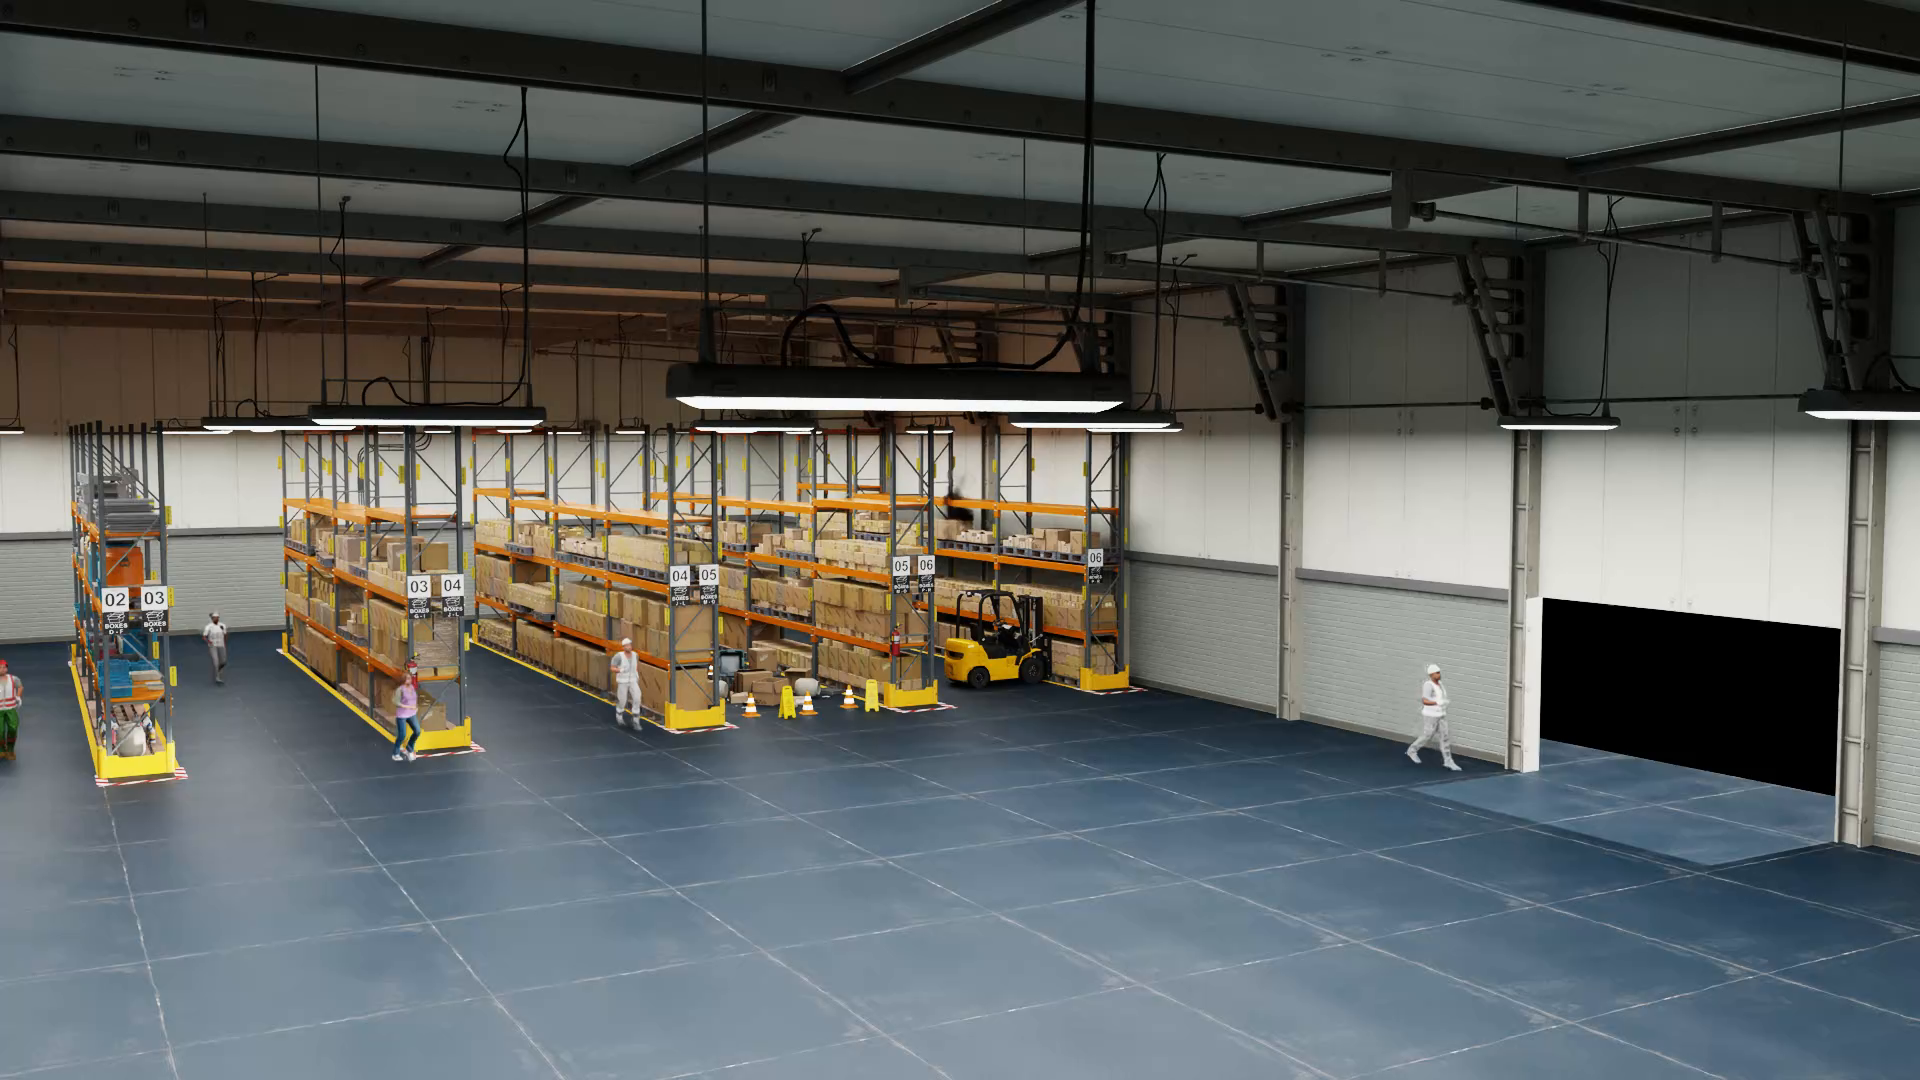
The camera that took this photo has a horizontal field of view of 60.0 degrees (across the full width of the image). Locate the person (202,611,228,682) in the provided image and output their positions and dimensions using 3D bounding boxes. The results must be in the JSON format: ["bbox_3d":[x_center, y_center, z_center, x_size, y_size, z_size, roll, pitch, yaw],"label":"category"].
[{"bbox_3d":[-17.414,2.490,38.938,0.573,1.650,0.543,-3,5,-39],"label":"person"}]

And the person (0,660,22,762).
[{"bbox_3d":[-16.869,3.019,29.361,0.635,1.809,0.681,-3,4,-36],"label":"person"}]

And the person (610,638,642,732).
[{"bbox_3d":[-6.553,2.821,32.626,0.671,1.817,0.875,-2,4,-33],"label":"person"}]

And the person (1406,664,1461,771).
[{"bbox_3d":[8.157,3.034,28.629,0.682,1.787,0.978,-3,5,-44],"label":"person"}]

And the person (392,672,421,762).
[{"bbox_3d":[-9.719,3.121,29.277,0.651,1.603,0.562,2,4,32],"label":"person"}]
